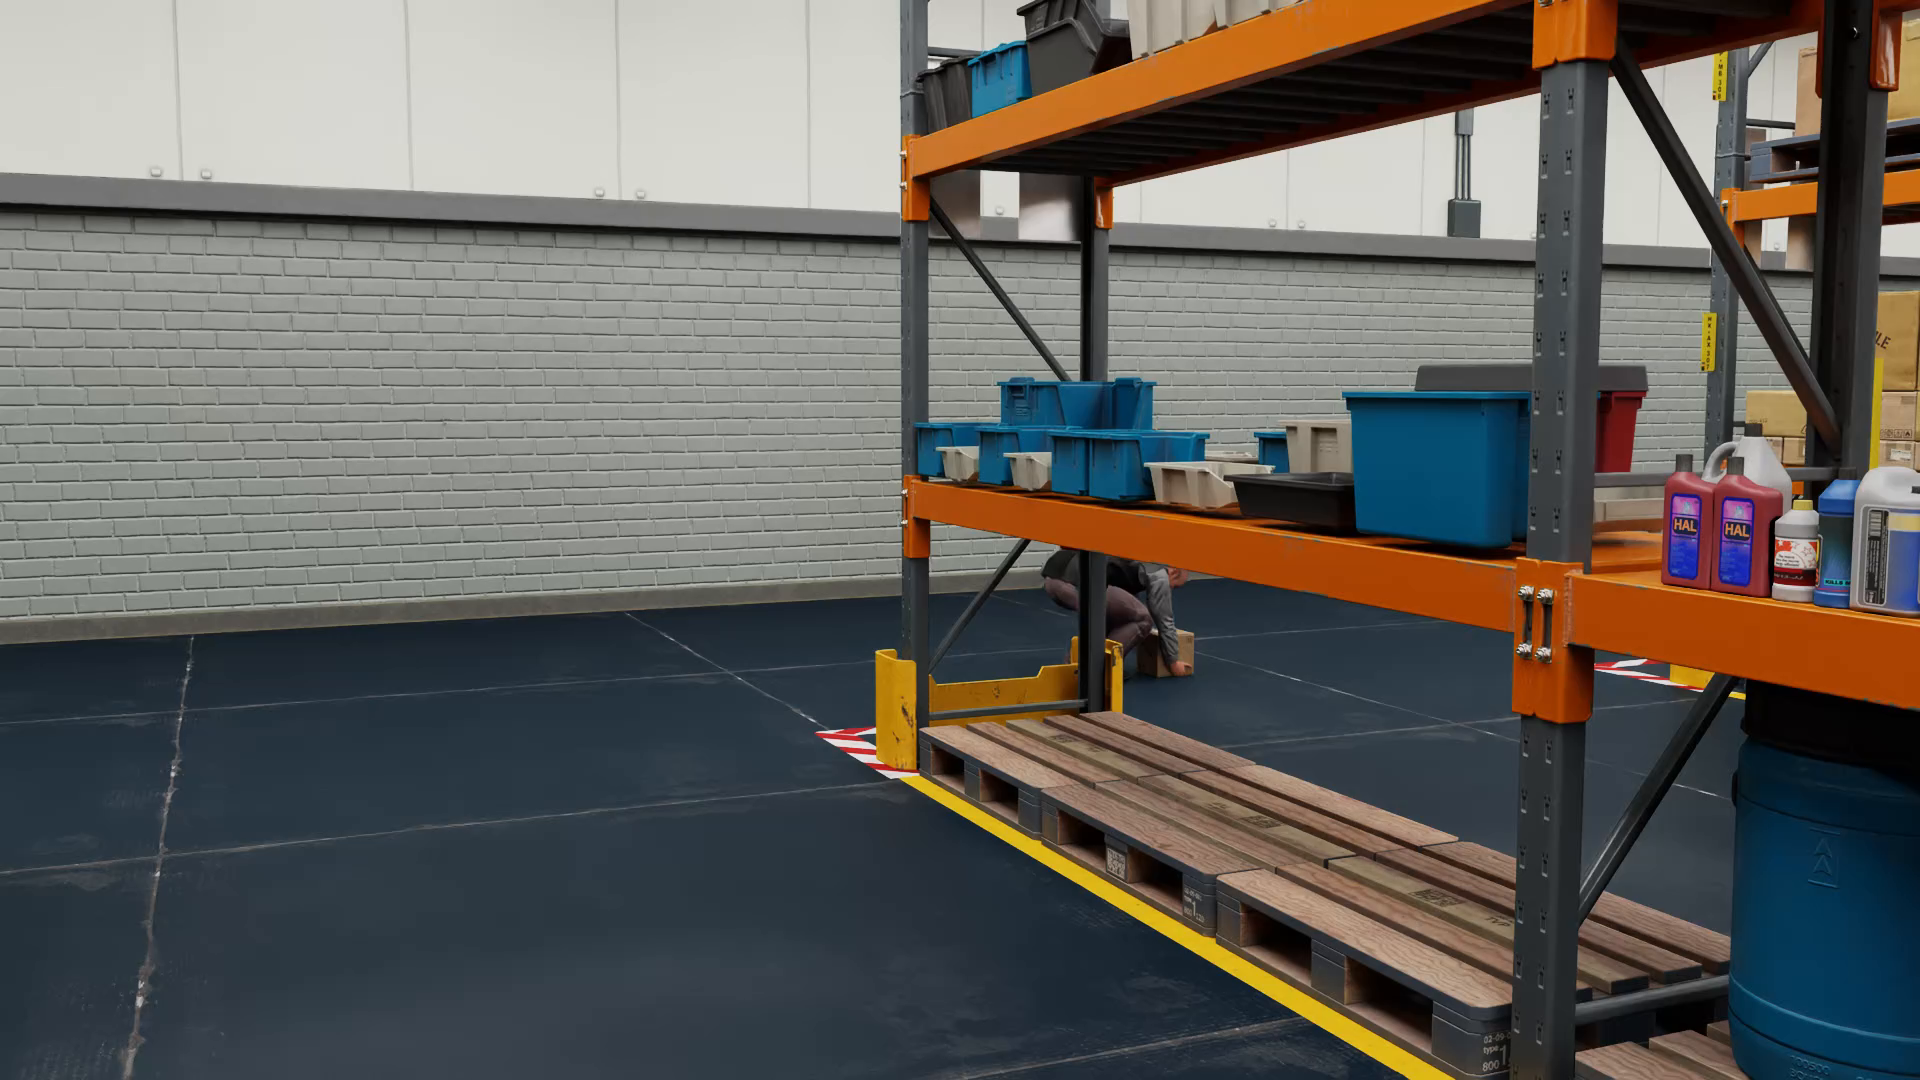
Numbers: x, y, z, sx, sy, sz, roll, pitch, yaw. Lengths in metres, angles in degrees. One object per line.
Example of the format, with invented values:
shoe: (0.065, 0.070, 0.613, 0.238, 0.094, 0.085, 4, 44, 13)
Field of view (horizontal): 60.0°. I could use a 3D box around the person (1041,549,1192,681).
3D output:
person: (0.948, 0.410, 9.881, 0.953, 0.848, 0.514, -3, 6, -25)
